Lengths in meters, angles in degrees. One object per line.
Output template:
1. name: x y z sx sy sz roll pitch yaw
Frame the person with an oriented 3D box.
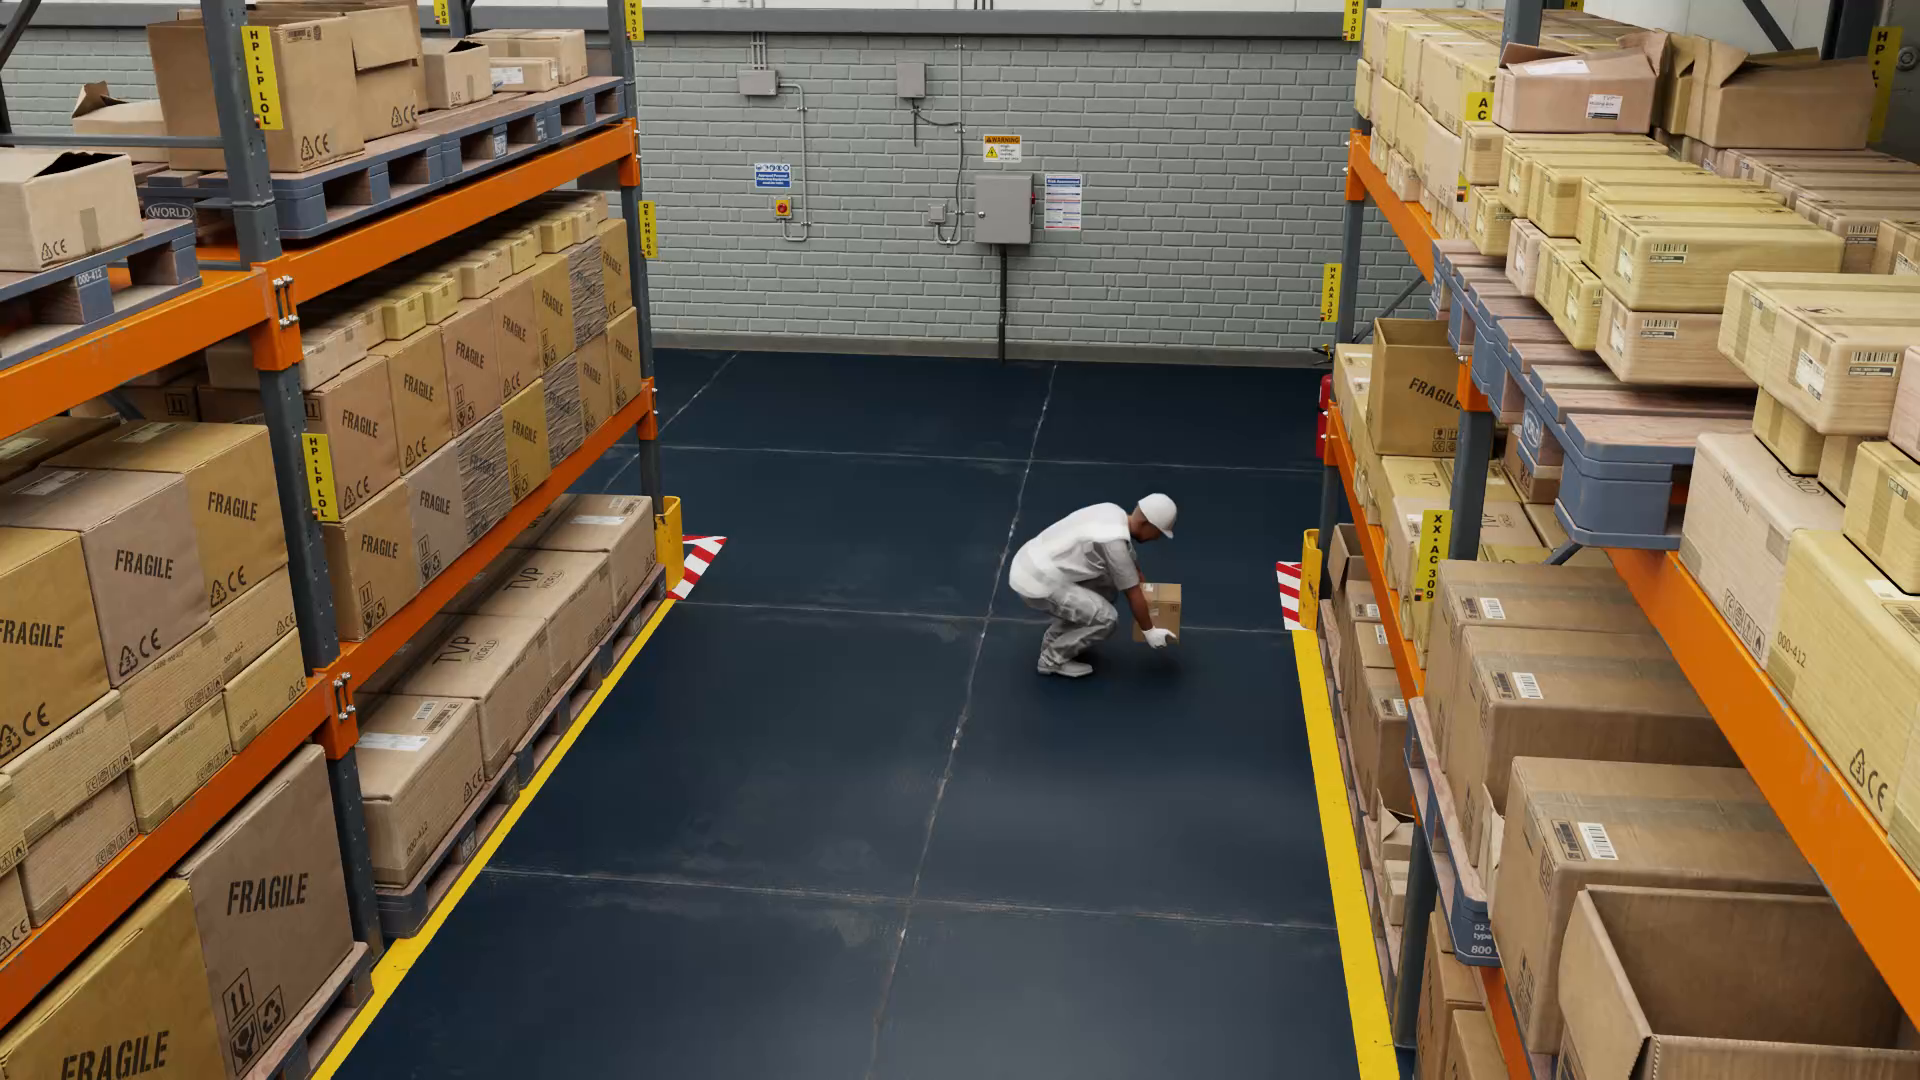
1. person: 0.735 0.220 9.088 0.930 1.000 0.556 2 21 5
